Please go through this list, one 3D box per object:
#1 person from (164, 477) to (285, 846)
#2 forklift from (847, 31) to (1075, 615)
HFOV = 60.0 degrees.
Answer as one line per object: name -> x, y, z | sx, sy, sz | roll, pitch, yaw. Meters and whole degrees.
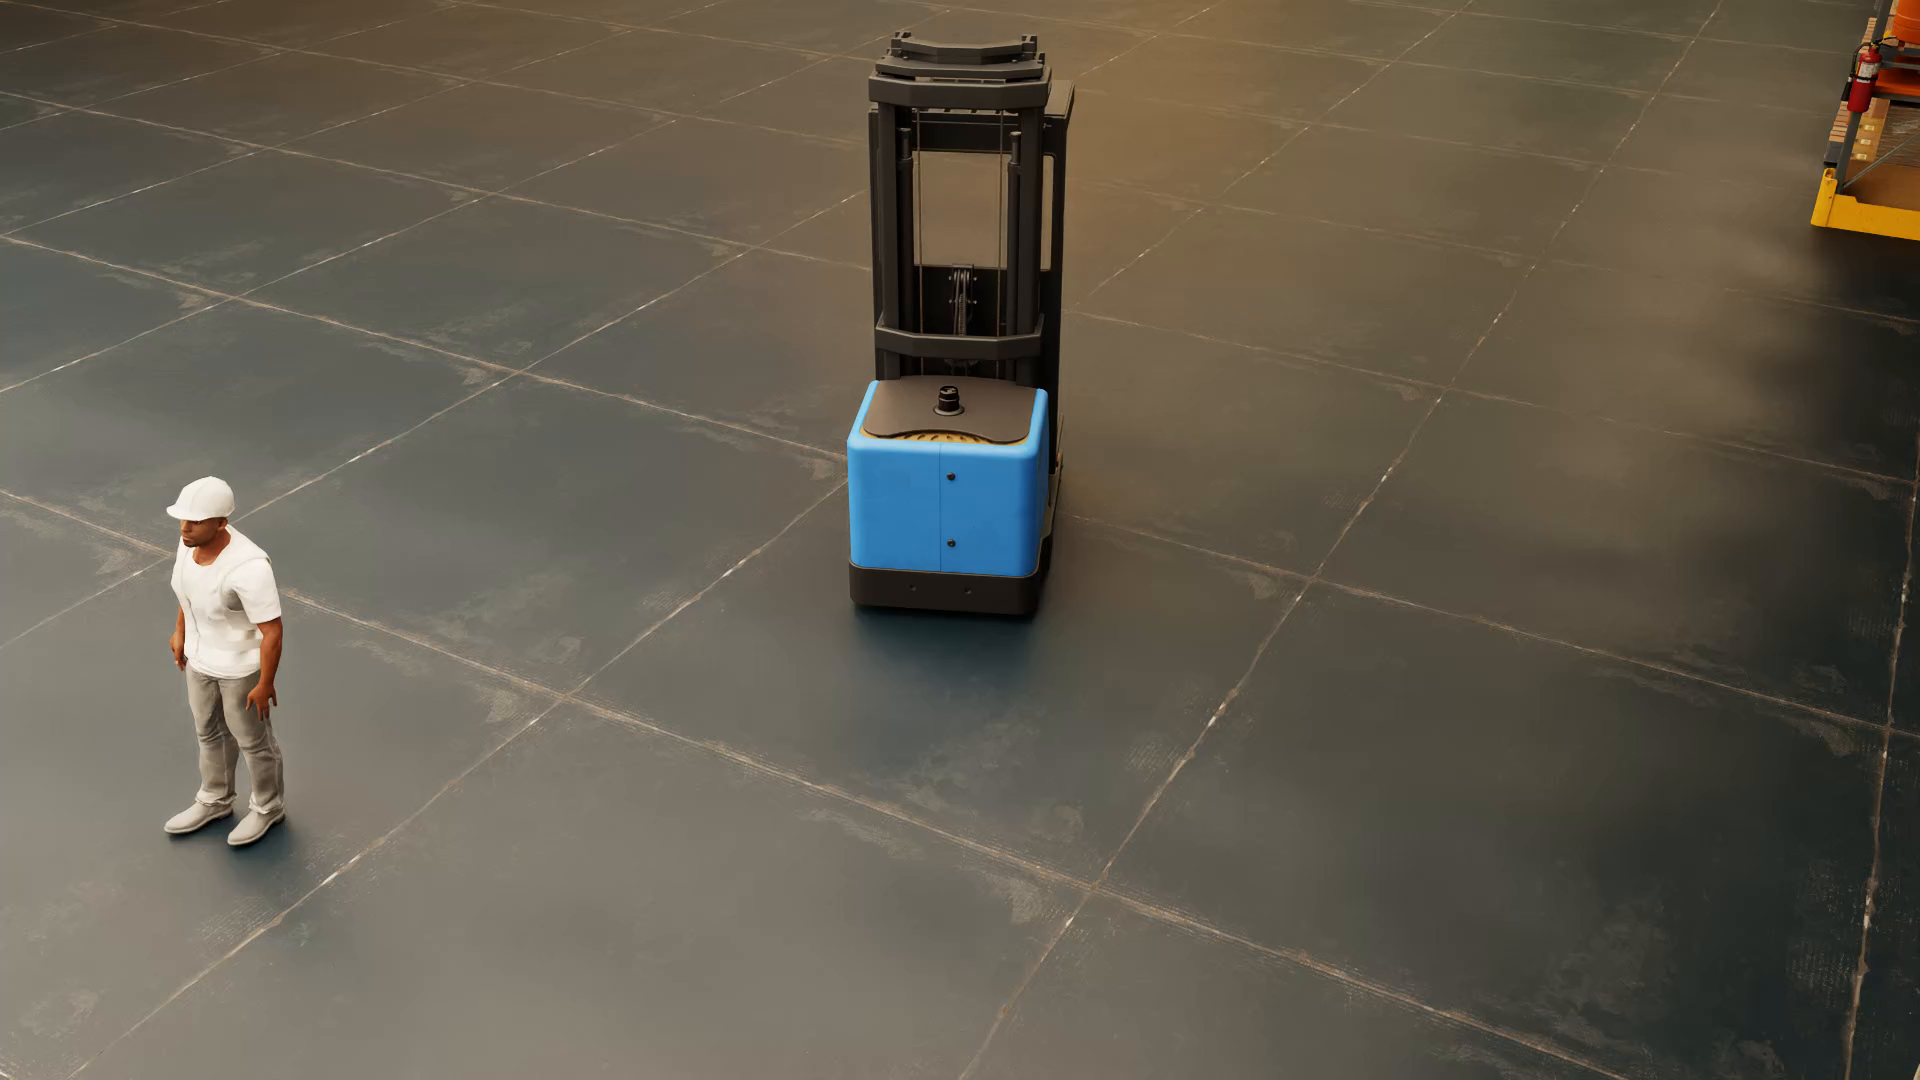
person -> -3.256, 0.553, 7.263 | 0.665, 1.765, 0.577 | 19, 35, 30
forklift -> 0.072, -1.572, 9.794 | 1.130, 2.935, 3.031 | 3, 30, 6
